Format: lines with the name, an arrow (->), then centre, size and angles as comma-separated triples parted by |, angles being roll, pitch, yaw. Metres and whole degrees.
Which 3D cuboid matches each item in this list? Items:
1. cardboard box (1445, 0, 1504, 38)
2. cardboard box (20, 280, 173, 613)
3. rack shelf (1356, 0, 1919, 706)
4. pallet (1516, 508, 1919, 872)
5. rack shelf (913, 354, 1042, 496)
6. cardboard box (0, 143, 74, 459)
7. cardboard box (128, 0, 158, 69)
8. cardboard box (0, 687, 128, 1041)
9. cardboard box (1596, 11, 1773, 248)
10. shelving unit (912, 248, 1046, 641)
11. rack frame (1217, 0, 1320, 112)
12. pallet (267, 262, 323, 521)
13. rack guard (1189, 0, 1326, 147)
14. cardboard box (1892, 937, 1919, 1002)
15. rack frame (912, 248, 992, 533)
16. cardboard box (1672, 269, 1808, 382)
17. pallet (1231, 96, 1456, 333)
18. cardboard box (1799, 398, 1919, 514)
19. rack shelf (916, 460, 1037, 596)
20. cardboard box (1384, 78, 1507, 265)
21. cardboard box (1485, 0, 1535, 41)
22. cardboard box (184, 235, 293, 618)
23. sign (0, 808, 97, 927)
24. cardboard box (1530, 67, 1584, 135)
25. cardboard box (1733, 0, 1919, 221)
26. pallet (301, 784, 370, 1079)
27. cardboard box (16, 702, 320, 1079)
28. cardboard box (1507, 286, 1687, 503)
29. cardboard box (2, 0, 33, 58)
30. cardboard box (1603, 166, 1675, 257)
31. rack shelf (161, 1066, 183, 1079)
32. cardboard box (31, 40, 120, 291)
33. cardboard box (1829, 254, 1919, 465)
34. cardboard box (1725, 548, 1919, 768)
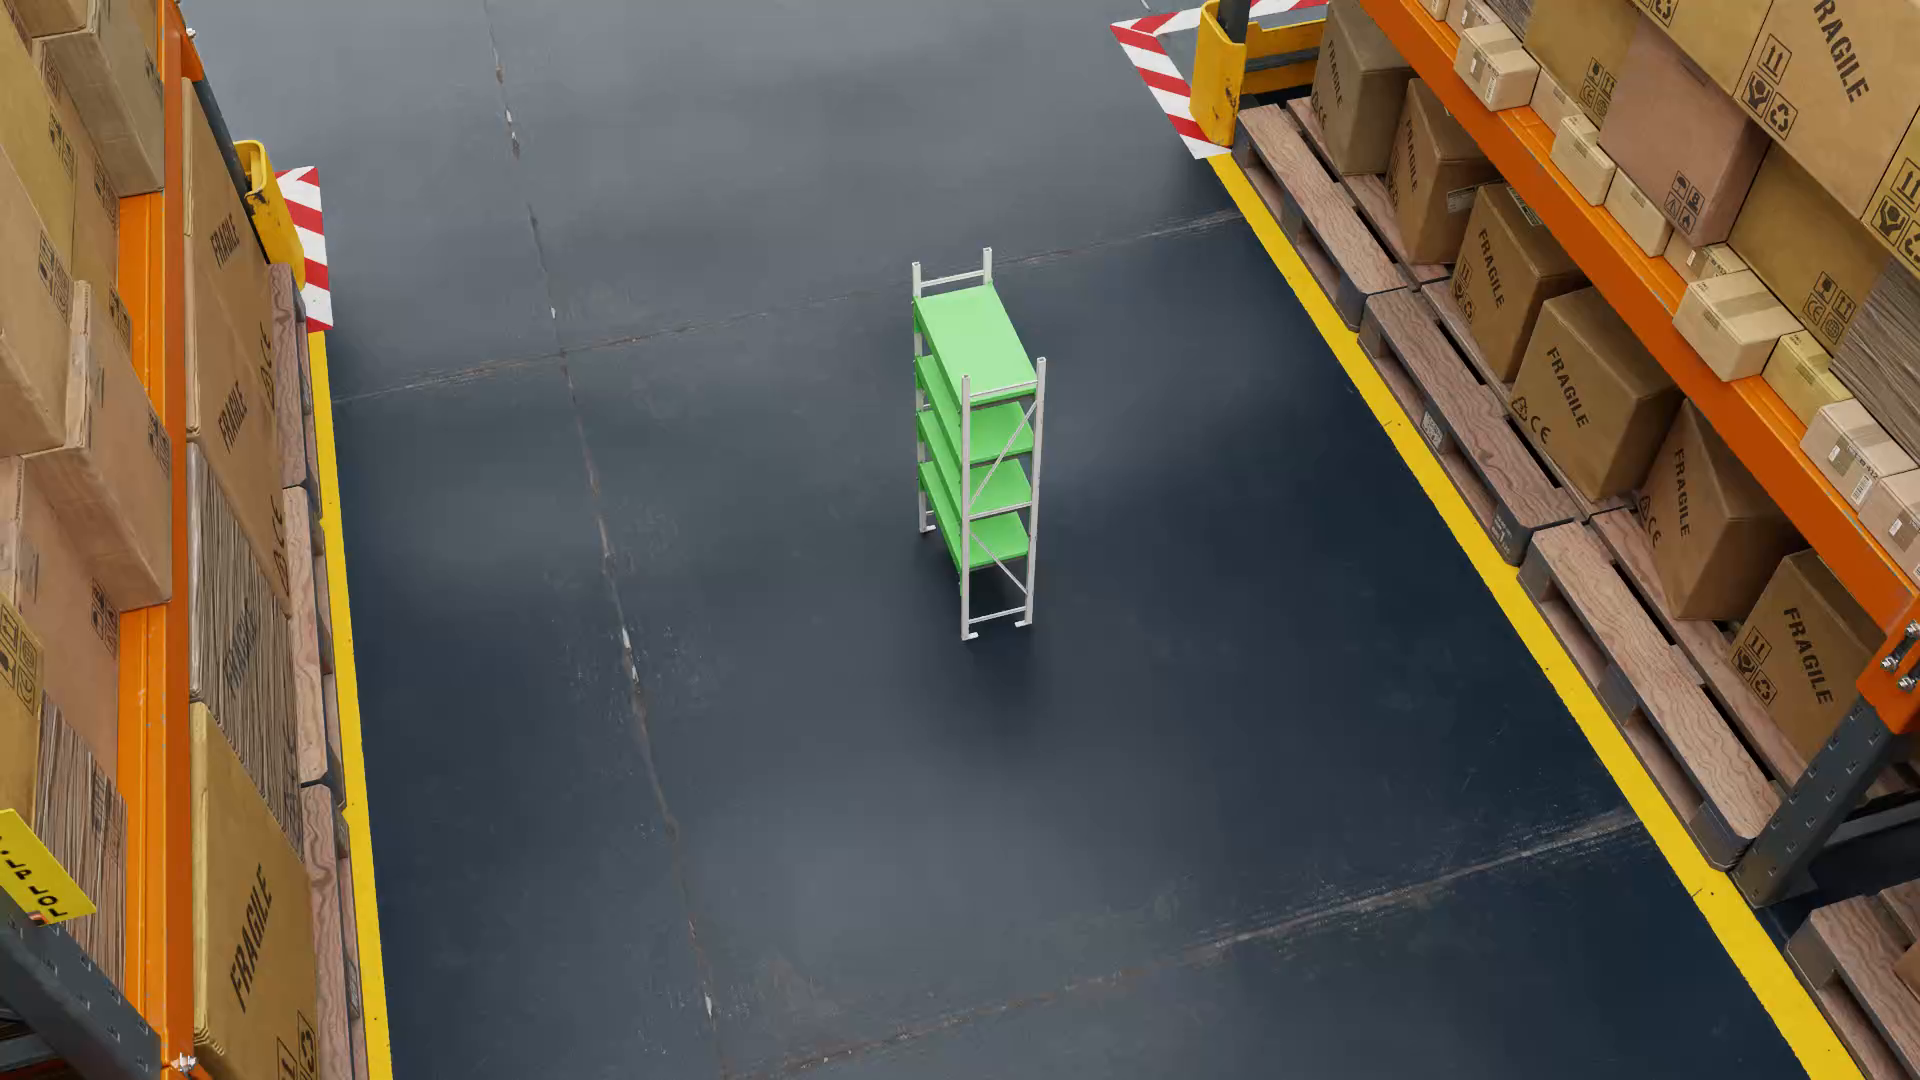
cardboard box -> 1.816, -1.712, 5.396 | 0.380, 0.149, 0.250 | -13, 51, -11
cardboard box -> -2.354, -0.130, 3.800 | 0.875, 0.550, 0.550 | -13, 51, -11
rack shelf -> 2.175, -1.274, 5.333 | 1.077, 0.370, 4.000 | -13, 51, -11
pallet -> 2.534, 0.371, 5.299 | 1.003, 0.211, 1.213 | -13, 51, -11
rack shelf -> 0.049, -0.379, 5.055 | 0.258, 0.148, 0.480 | -13, 51, -11
cardboard box -> -2.380, -0.472, 3.382 | 0.875, 0.550, 0.550 | -13, 51, -11
cardboard box -> -3.032, -1.707, 5.129 | 0.875, 0.550, 0.550 | -13, 51, -11
cardboard box -> -2.122, 0.687, 3.111 | 0.875, 0.550, 0.550 | -13, 51, -11
cardboard box -> 2.334, -1.232, 4.566 | 0.875, 0.500, 0.500 | -13, 51, -11
shelving unit -> 0.049, -0.266, 5.189 | 0.258, 1.200, 0.503 | -13, 51, -11
rack frame -> 1.583, -2.967, 6.289 | 1.000, 3.000, 0.127 | -13, 51, -11
pallet -> -2.874, -0.454, 5.995 | 1.003, 0.211, 1.213 | -13, 51, -11
rack guard -> 1.606, -2.106, 7.198 | 1.175, 0.500, 0.348 | -13, 51, -11
cardboard box -> 2.927, 1.072, 4.232 | 0.700, 0.500, 0.500 | -17, 52, -14
rack frame -> -0.023, -0.444, 5.340 | 0.240, 1.200, 0.015 | -13, 51, -11
cardboard box -> 2.160, -0.593, 4.452 | 0.380, 0.149, 0.250 | -13, 51, -11
pallet -> 1.812, -1.411, 6.802 | 1.003, 0.211, 1.213 | -13, 51, -11
cardboard box -> 2.357, -0.240, 4.154 | 0.380, 0.149, 0.250 | -13, 51, -11
rack shelf -> 0.049, -0.070, 5.422 | 0.258, 0.148, 0.480 | -13, 51, -11
cardboard box -> 1.961, -1.408, 6.335 | 0.500, 0.500, 0.500 | -2, 50, -1
cardboard box -> 2.089, -1.974, 5.192 | 0.875, 0.500, 0.500 | -13, 51, -11
cardboard box -> -2.659, -0.247, 5.111 | 0.875, 0.875, 0.875 | -14, 51, -12
sign -> -1.486, 0.525, 2.640 | 0.100, 0.325, 0.005 | -13, 51, -11
cardboard box -> 1.991, -1.354, 5.094 | 0.380, 0.149, 0.250 | -13, 51, -11
cardboard box -> 2.221, -1.127, 3.824 | 0.500, 0.500, 0.500 | -13, 51, -11
pallet -> -2.152, 1.328, 4.492 | 1.003, 0.211, 1.213 | -13, 51, -11
cardboard box -> -2.121, 1.077, 3.995 | 0.875, 0.875, 0.875 | -13, 51, -10
cardboard box -> 2.251, -0.528, 5.594 | 0.500, 0.500, 0.500 | -17, 52, -14
cardboard box -> -2.825, -1.215, 4.008 | 0.875, 0.550, 0.550 | -13, 51, -11
cardboard box -> 2.099, -0.979, 4.778 | 0.380, 0.149, 0.250 | -13, 51, -11
rack shelf -> -1.410, 2.695, 1.987 | 1.077, 0.370, 4.000 | -13, 51, -11
cardboard box -> -2.803, -0.873, 4.426 | 0.875, 0.550, 0.550 | -13, 51, -11
cardboard box -> 2.692, -0.516, 3.963 | 0.875, 0.500, 0.500 | -13, 51, -11
cardboard box -> 2.686, 0.324, 4.875 | 0.500, 0.500, 0.500 | -15, 51, -12
